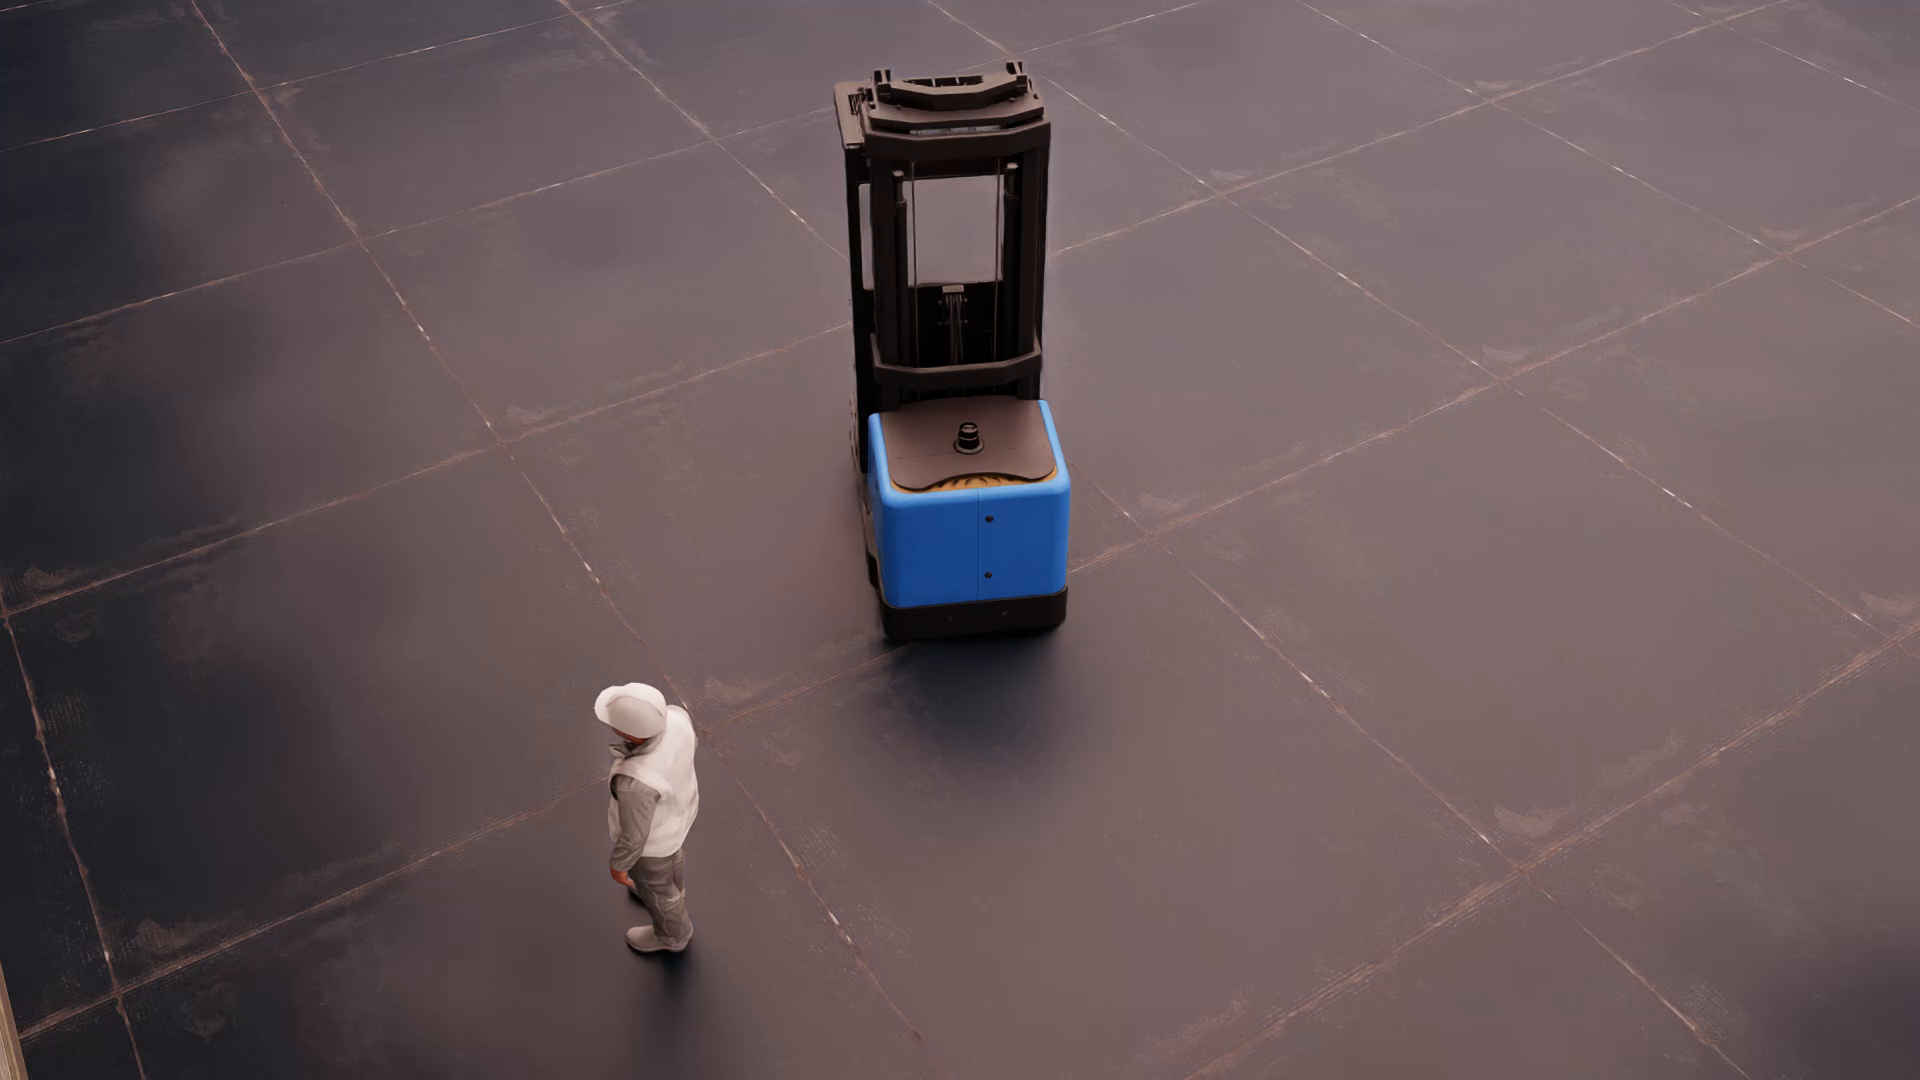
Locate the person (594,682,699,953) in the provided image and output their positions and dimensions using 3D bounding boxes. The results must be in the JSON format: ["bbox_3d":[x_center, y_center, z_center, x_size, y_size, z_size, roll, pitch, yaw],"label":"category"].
[{"bbox_3d":[-1.424,1.222,7.348,0.566,1.773,0.639,10,42,12],"label":"person"}]

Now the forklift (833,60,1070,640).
[{"bbox_3d":[-0.105,-1.512,9.602,1.130,2.935,3.031,-5,41,-6],"label":"forklift"}]
